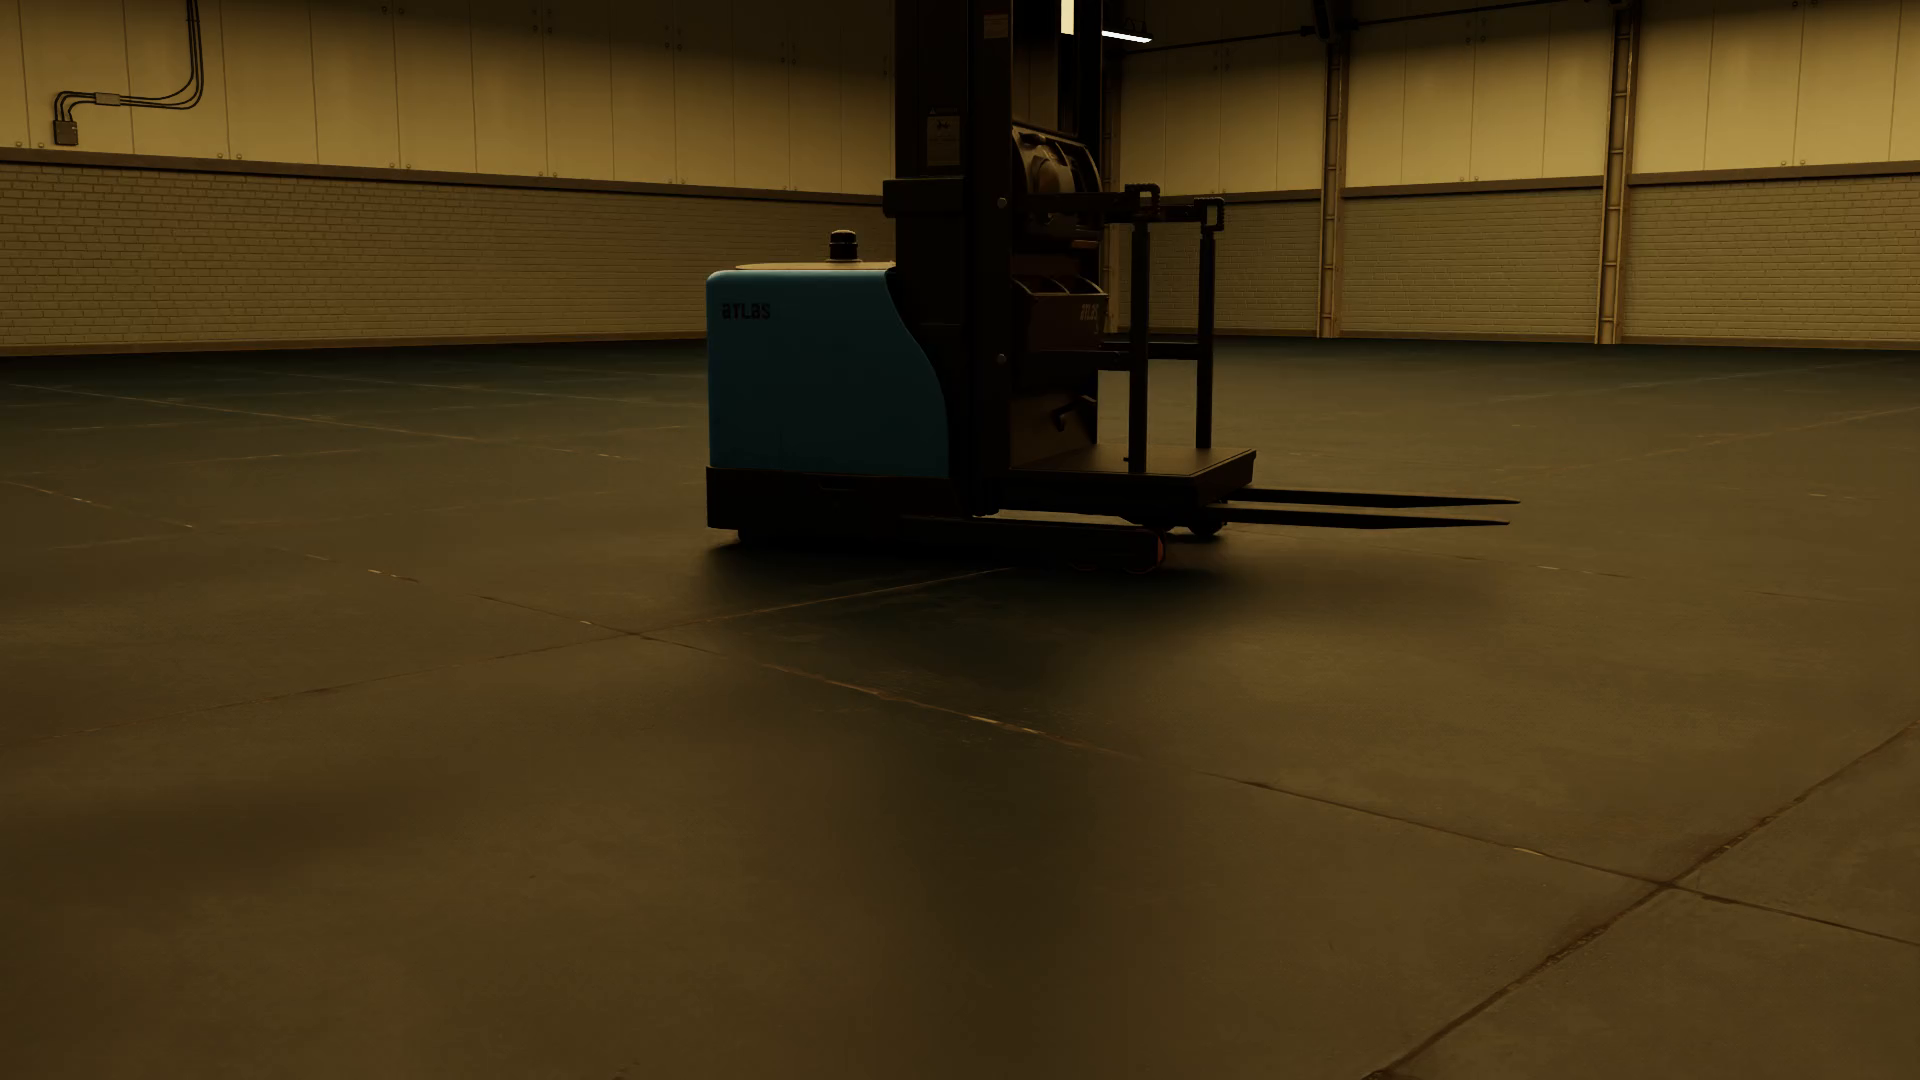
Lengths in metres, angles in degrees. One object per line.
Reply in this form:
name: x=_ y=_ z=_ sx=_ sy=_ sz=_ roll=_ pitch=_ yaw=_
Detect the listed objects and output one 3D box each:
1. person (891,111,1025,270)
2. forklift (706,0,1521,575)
person: x=-0.019 y=-1.085 z=6.579 sx=0.447 sy=1.707 sz=0.693 roll=8 pitch=12 yaw=43
forklift: x=0.565 y=-1.416 z=6.275 sx=3.031 sy=2.935 sz=1.130 roll=3 pitch=9 yaw=22
